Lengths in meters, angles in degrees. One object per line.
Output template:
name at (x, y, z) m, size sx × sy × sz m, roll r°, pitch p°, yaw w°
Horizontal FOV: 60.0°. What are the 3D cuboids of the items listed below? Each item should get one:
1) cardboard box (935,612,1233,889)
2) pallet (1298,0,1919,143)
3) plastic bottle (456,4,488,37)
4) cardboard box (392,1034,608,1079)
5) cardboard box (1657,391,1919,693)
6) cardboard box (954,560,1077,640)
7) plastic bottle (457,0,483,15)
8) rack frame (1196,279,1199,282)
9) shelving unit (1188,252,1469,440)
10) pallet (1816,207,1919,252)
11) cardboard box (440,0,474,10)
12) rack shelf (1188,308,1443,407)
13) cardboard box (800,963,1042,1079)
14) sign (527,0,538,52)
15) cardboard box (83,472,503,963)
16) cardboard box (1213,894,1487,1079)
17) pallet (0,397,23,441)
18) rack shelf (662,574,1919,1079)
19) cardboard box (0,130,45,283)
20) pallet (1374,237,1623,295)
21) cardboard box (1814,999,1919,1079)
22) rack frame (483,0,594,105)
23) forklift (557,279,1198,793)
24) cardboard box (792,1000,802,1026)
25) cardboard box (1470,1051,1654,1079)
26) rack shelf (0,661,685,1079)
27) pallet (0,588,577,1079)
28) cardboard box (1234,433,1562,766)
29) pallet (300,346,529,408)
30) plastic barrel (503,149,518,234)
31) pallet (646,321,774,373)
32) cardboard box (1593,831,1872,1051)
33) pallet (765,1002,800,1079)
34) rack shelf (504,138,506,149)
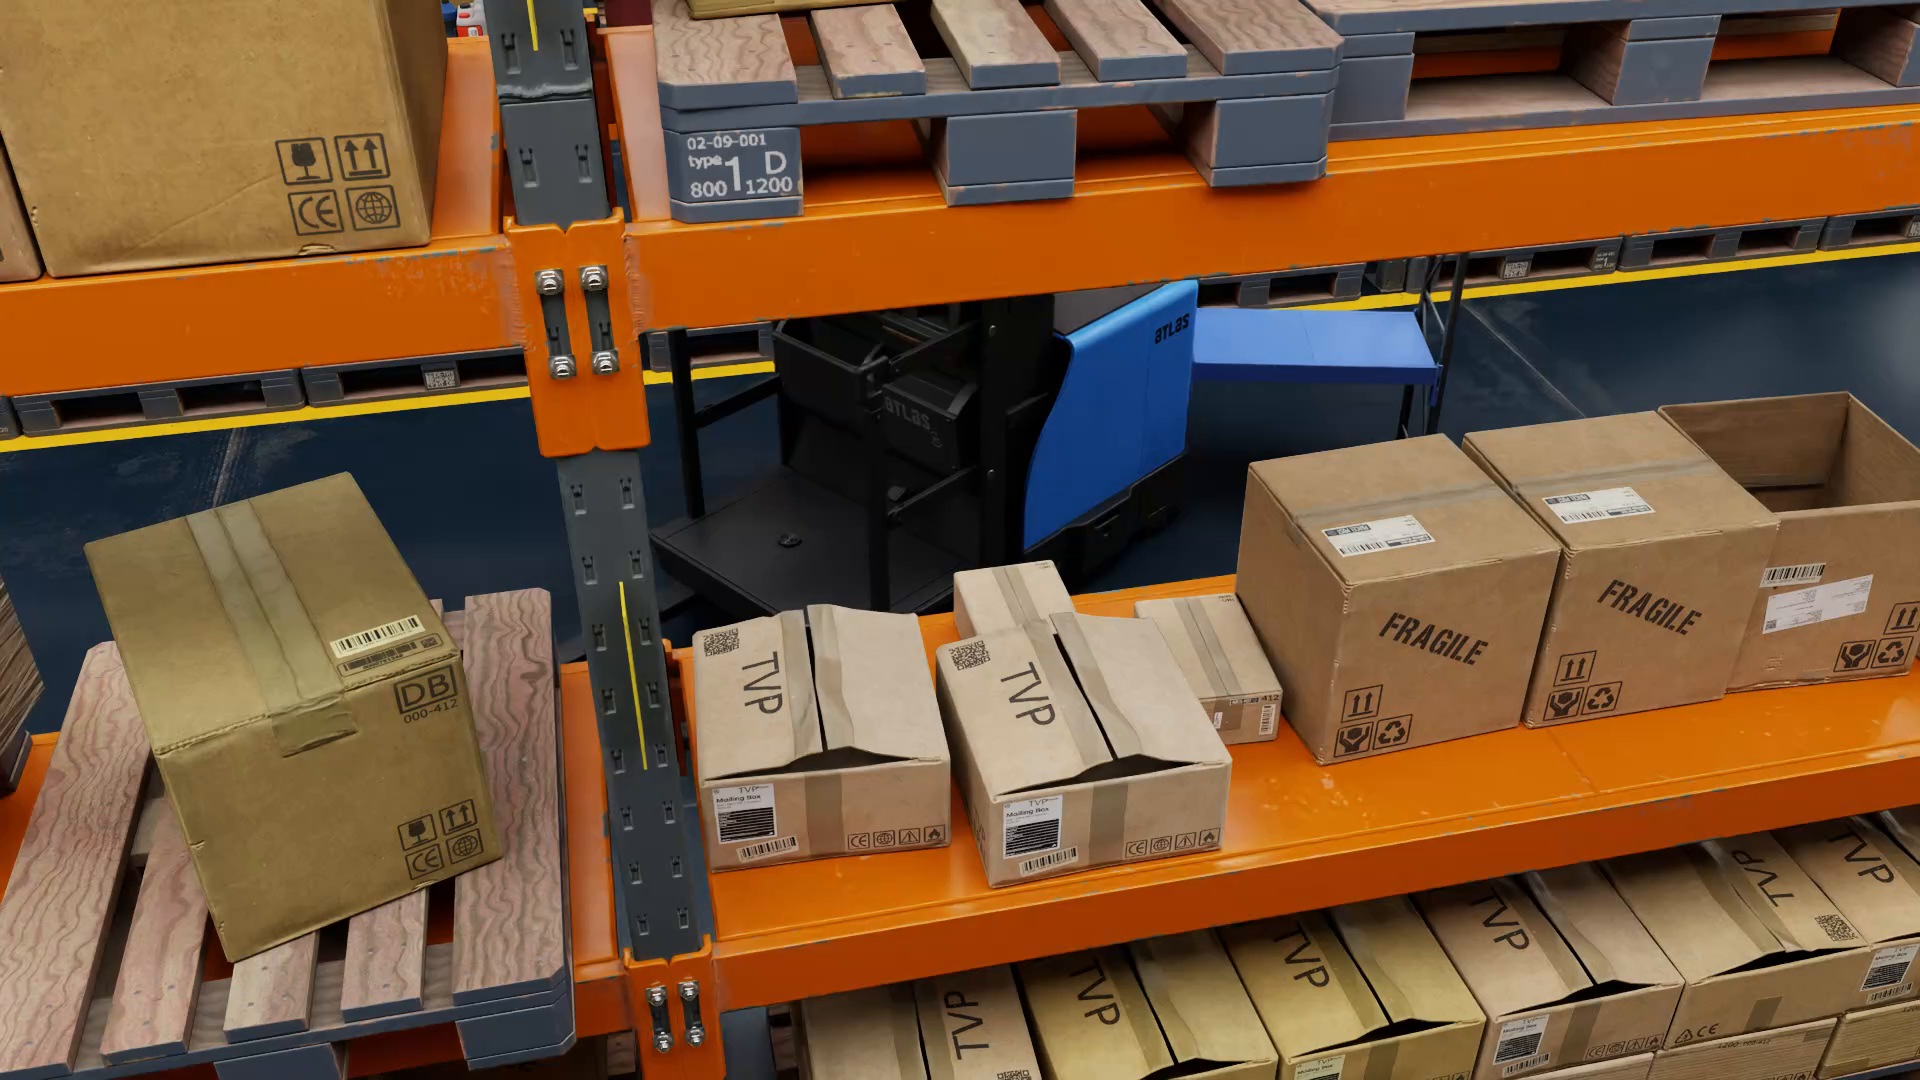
cardboard box at (0.246, 0.413, 3.522) m, size 0.500 × 0.311 × 0.500 m, roll -8°, pitch 35°, yaw -11°
pallet at (1.063, -1.057, 3.111) m, size 1.213 × 0.211 × 1.003 m, roll -6°, pitch 34°, yaw -8°
plastic bottle at (-2.218, -2.300, 7.597) m, size 0.135 × 0.276 × 0.152 m, roll -7°, pitch 35°, yaw -11°
cardboard box at (-1.176, 1.137, 4.213) m, size 0.500 × 0.500 × 0.500 m, roll -6°, pitch 34°, yaw -9°
cardboard box at (1.966, -0.002, 3.972) m, size 0.500 × 0.500 × 0.500 m, roll -5°, pitch 34°, yaw -7°
cardboard box at (0.147, 0.224, 3.949) m, size 0.250 × 0.149 × 0.380 m, roll -7°, pitch 35°, yaw -11°
plastic bottle at (-2.252, -2.383, 7.720) m, size 0.135 × 0.276 × 0.152 m, roll -7°, pitch 35°, yaw -11°
rack frame at (0.919, -0.930, 6.790) m, size 0.032 × 1.500 × 0.500 m, roll 1°, pitch 34°, yaw 2°
shelving unit at (1.427, -0.918, 6.772) m, size 1.048 × 1.500 × 0.538 m, roll 1°, pitch 34°, yaw 2°
pallet at (5.187, -2.005, 9.549) m, size 1.213 × 0.211 × 1.003 m, roll -7°, pitch 35°, yaw -11°
cardboard box at (-3.529, -4.222, 11.880) m, size 0.875 × 0.875 × 1.225 m, roll -9°, pitch 35°, yaw -13°
rack shelf at (1.427, -0.769, 6.873) m, size 1.000 × 0.185 × 0.538 m, roll 1°, pitch 34°, yaw 2°
cardboard box at (-0.094, 1.211, 3.842) m, size 0.500 × 0.311 × 0.500 m, roll -6°, pitch 34°, yaw -9°
sign at (-0.552, -0.784, 2.071) m, size 0.005 × 0.325 × 0.100 m, roll -7°, pitch 35°, yaw -11°
cardboard box at (-1.259, 0.304, 3.139) m, size 0.500 × 0.500 × 0.700 m, roll -19°, pitch 38°, yaw -26°
cardboard box at (0.915, 1.080, 4.036) m, size 0.500 × 0.311 × 0.500 m, roll -8°, pitch 35°, yaw -12°
pallet at (-4.898, -0.734, 7.655) m, size 1.213 × 0.211 × 1.003 m, roll -7°, pitch 35°, yaw -11°
rack shelf at (1.281, 0.434, 4.057) m, size 4.000 × 0.370 × 1.077 m, roll -7°, pitch 35°, yaw -11°
cardboard box at (-1.585, -0.772, 2.426) m, size 0.500 × 0.500 × 0.910 m, roll -7°, pitch 35°, yaw -11°
pallet at (2.807, -1.706, 9.102) m, size 1.213 × 0.211 × 1.003 m, roll -7°, pitch 35°, yaw -11°
cardboard box at (2.398, 1.126, 4.471) m, size 0.500 × 0.250 × 0.500 m, roll -8°, pitch 35°, yaw -11°
rack frame at (-0.669, -2.110, 1.819) m, size 0.127 × 3.000 × 1.000 m, roll -7°, pitch 35°, yaw -11°
forklift at (-0.449, -0.930, 5.505) m, size 1.130 × 2.935 × 3.031 m, roll 28°, pitch 43°, yaw 35°
cardboard box at (-0.213, 0.917, 4.279) m, size 0.500 × 0.311 × 0.500 m, roll -6°, pitch 34°, yaw -9°
cardboard box at (1.402, 1.251, 4.284) m, size 0.500 × 0.250 × 0.500 m, roll -6°, pitch 34°, yaw -10°
rack shelf at (-2.620, 0.925, 3.325) m, size 4.000 × 0.370 × 1.077 m, roll -7°, pitch 35°, yaw -11°
pallet at (-1.315, 0.582, 3.363) m, size 1.003 × 0.211 × 1.213 m, roll -7°, pitch 35°, yaw -11°
cardboard box at (0.964, 0.124, 3.783) m, size 0.500 × 0.500 × 0.500 m, roll -9°, pitch 35°, yaw -13°
pallet at (-2.518, -1.034, 8.102) m, size 1.213 × 0.211 × 1.003 m, roll -7°, pitch 35°, yaw -11°
plastic barrel at (-2.232, -1.516, 7.887) m, size 0.708 × 0.830 × 0.600 m, roll -7°, pitch 35°, yaw -11°
pallet at (-0.994, -1.228, 8.391) m, size 1.213 × 0.211 × 1.003 m, roll -7°, pitch 35°, yaw -11°
cardboard box at (1.907, 0.957, 4.220) m, size 0.500 × 0.311 × 0.500 m, roll -7°, pitch 35°, yaw -11°
pallet at (0.142, 1.459, 4.387) m, size 1.213 × 0.211 × 1.003 m, roll -7°, pitch 35°, yaw -11°
rack shelf at (-3.709, -1.767, 7.337) m, size 4.000 × 0.370 × 1.077 m, roll -7°, pitch 35°, yaw -11°
